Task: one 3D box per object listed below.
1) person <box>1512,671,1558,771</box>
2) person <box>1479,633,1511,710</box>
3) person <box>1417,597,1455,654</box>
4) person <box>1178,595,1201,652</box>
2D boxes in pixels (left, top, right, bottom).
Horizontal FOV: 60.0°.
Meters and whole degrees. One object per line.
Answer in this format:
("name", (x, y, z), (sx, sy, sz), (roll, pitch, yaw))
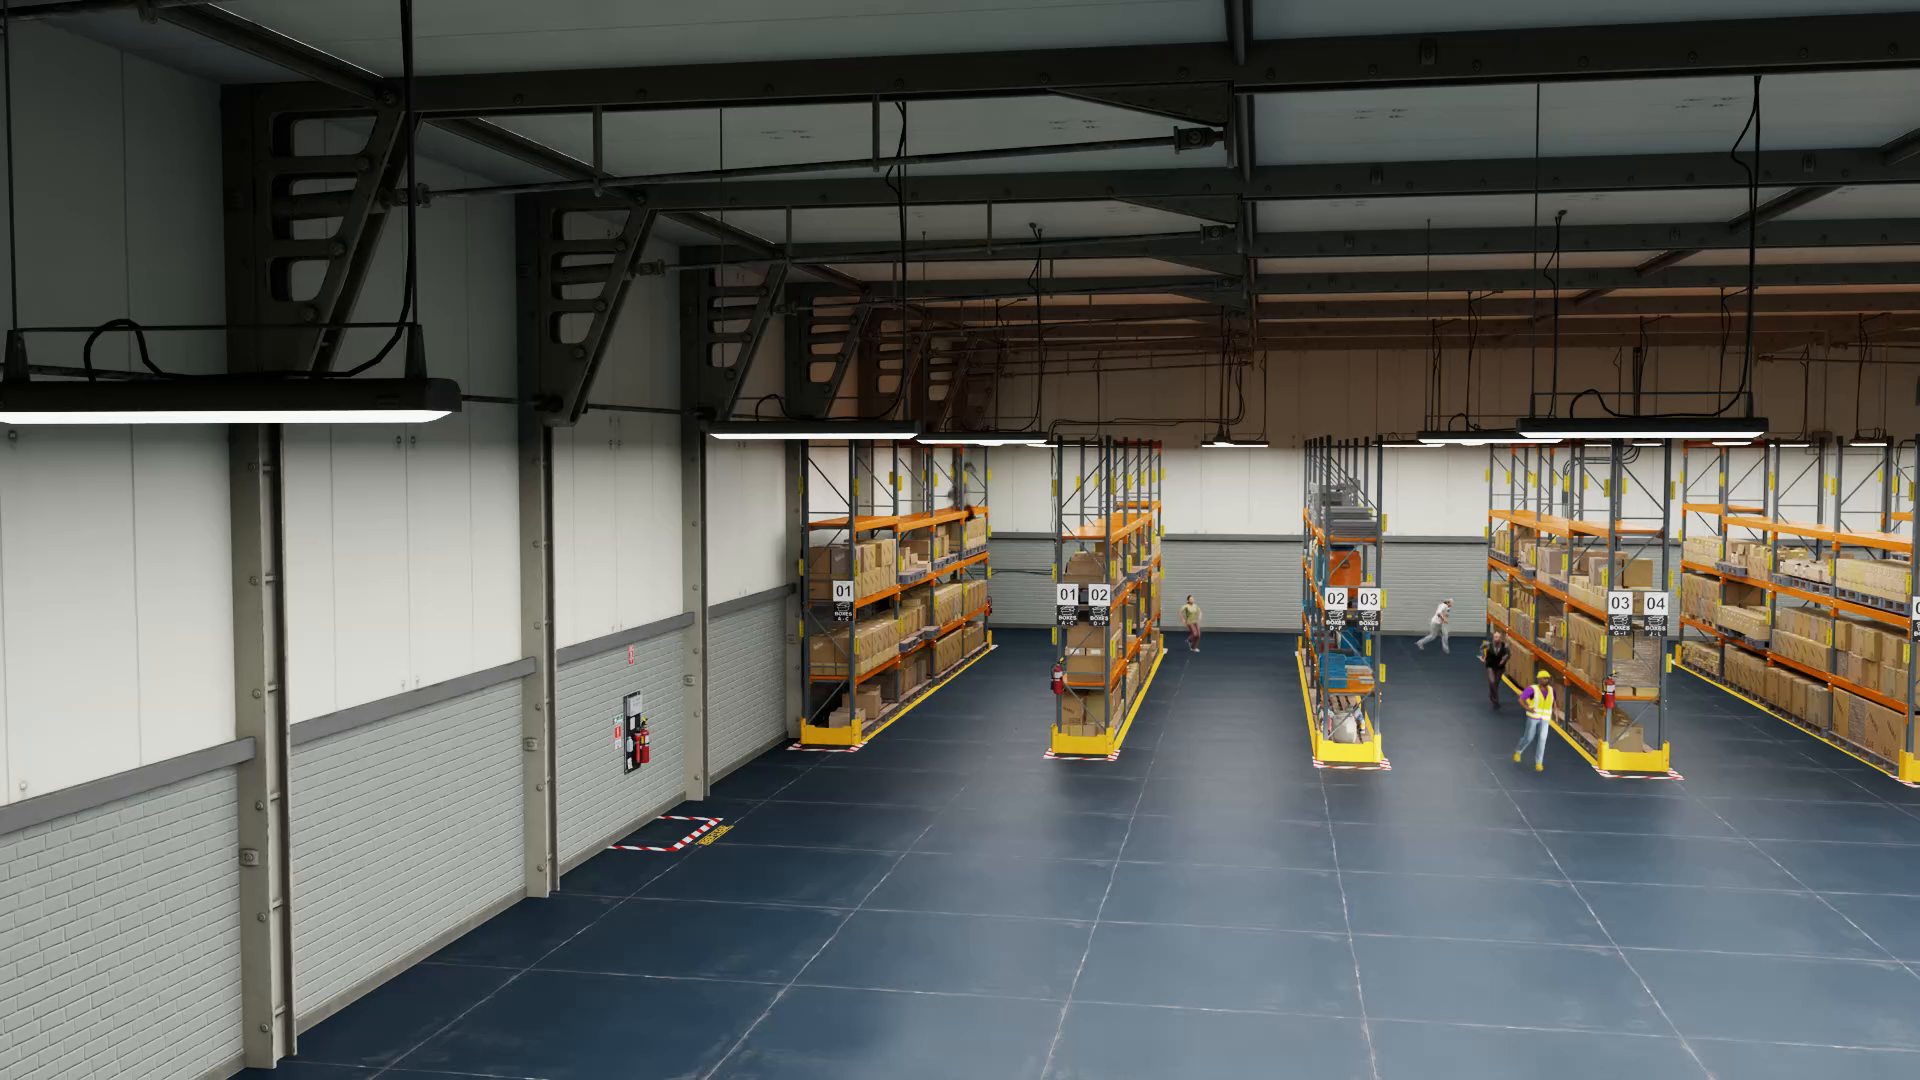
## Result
("person", (10.437, 3.219, 29.927), (0.762, 1.741, 0.966), (0, 3, -1))
("person", (11.938, 2.900, 37.148), (0.679, 1.731, 0.938), (1, 3, 10))
("person", (13.427, 2.421, 46.920), (1.029, 1.627, 0.641), (1, 3, 19))
("person", (6.584, 2.374, 47.251), (0.675, 1.613, 0.529), (-2, 3, -27))
